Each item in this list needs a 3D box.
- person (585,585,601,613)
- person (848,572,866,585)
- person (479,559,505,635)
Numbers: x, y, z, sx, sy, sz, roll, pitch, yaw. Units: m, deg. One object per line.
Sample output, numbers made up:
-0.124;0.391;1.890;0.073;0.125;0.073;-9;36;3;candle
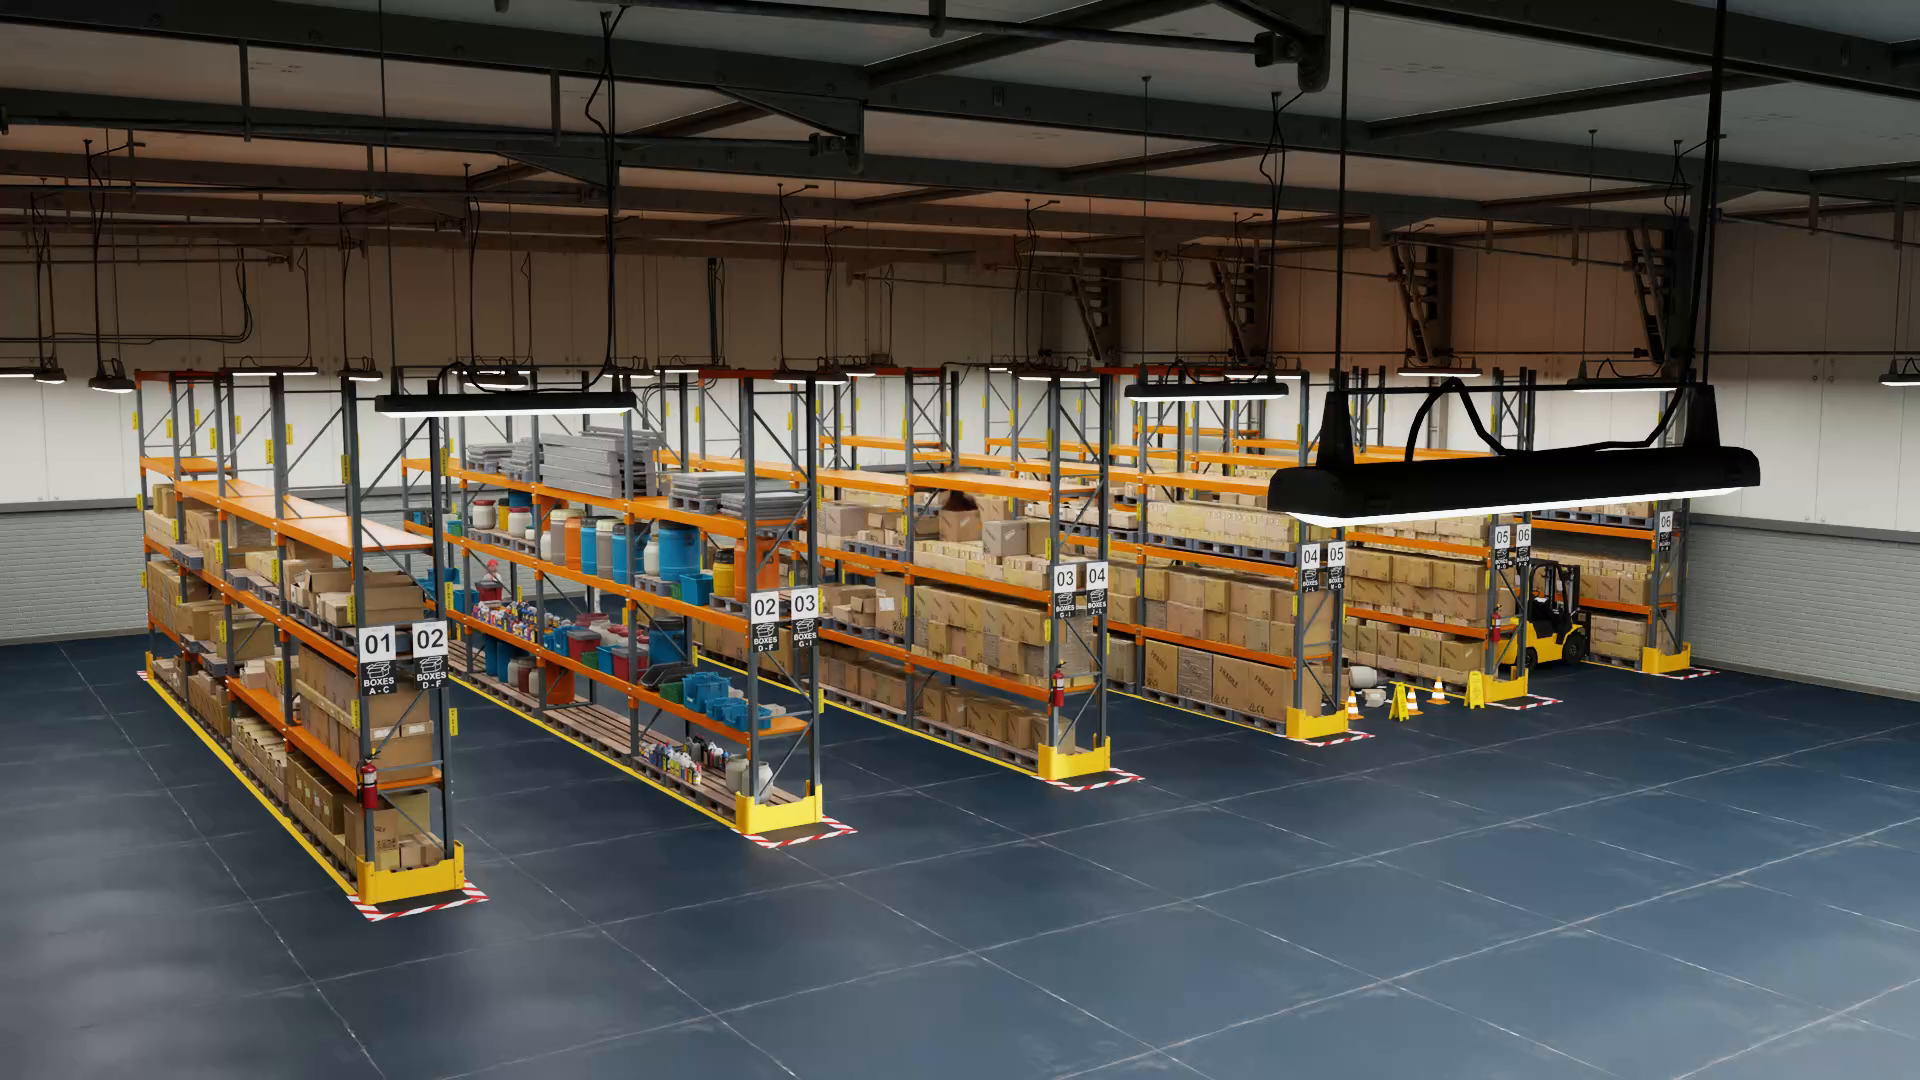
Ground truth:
-7.906;1.387;36.189;0.530;1.759;0.587;-2;7;-17;person
-2.590;0.711;42.110;0.620;1.811;0.503;5;8;36;person
-10.359;1.307;36.754;0.757;1.769;0.567;1;7;9;person
